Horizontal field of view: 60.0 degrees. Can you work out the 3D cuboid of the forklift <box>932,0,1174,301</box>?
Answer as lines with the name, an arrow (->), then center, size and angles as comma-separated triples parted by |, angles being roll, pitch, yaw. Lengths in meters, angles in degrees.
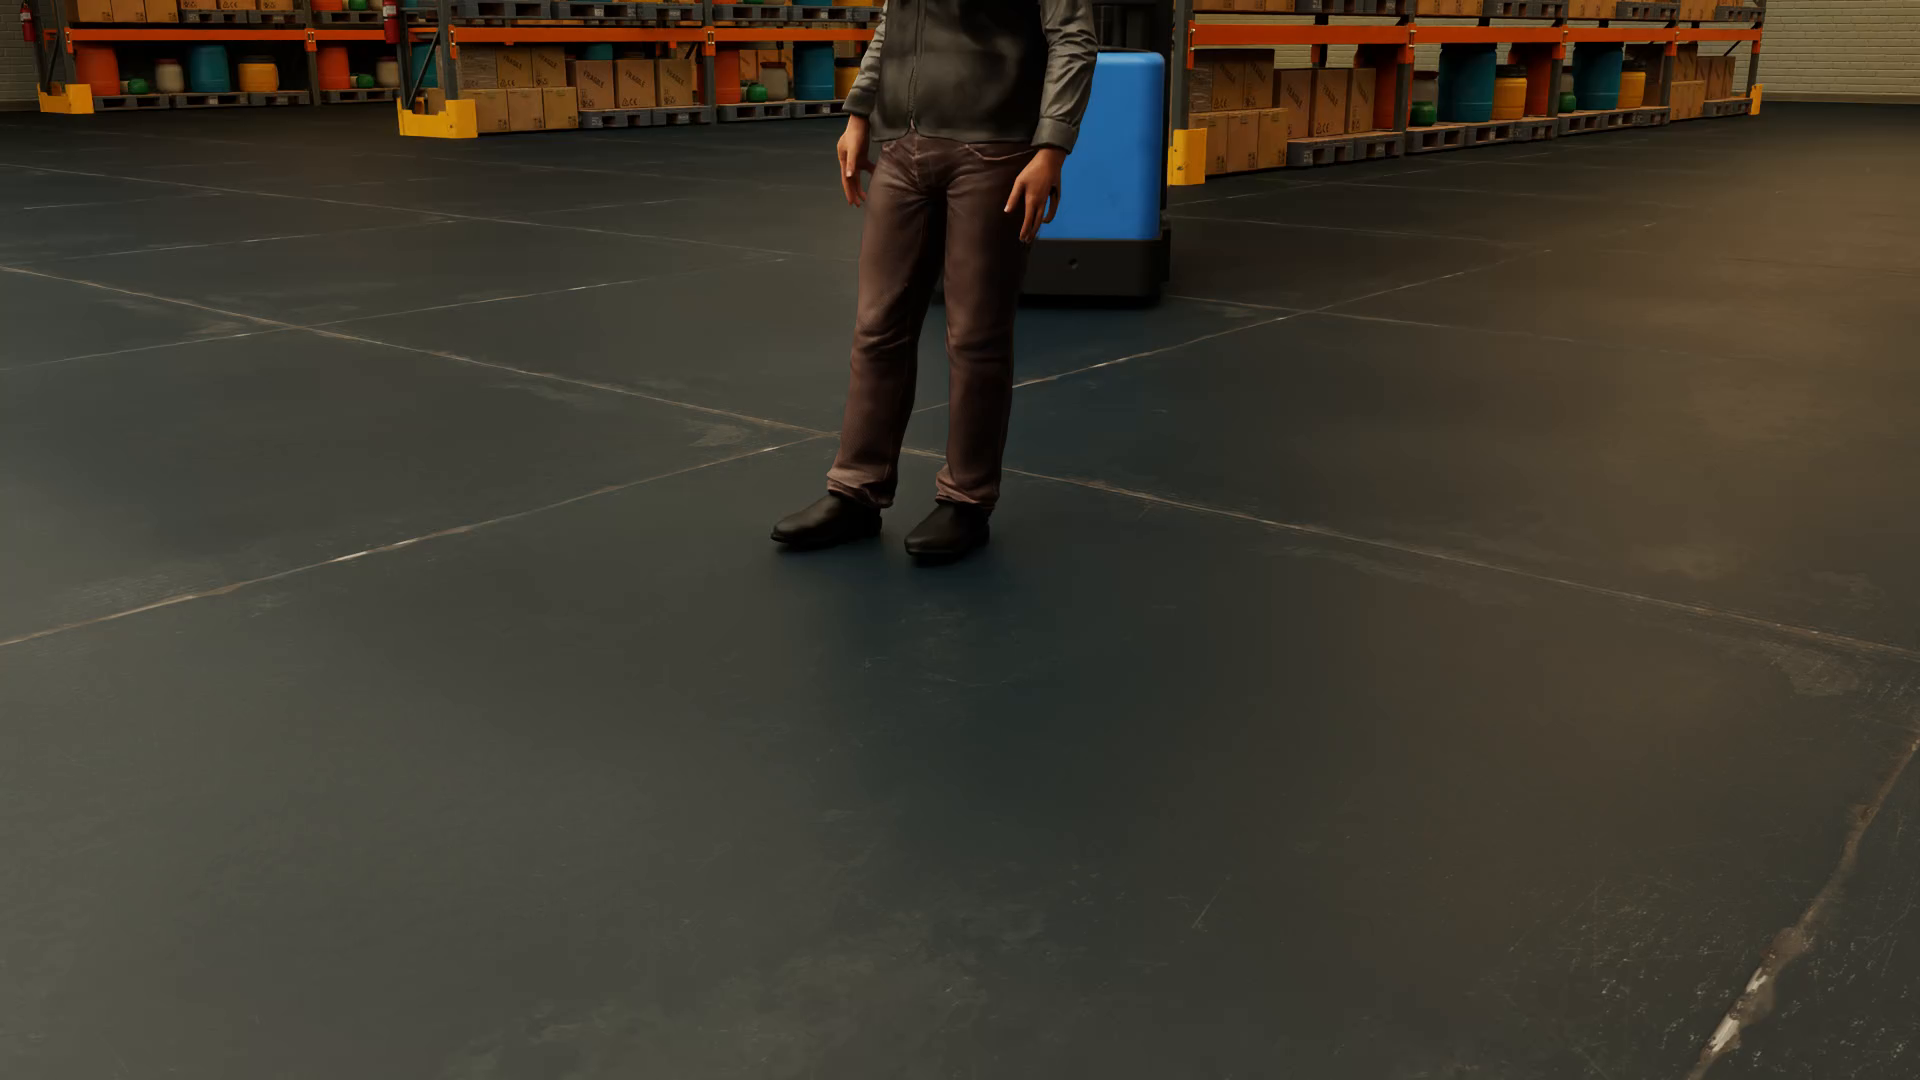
forklift -> 0.516, -2.831, 8.220 | 1.130, 2.935, 3.031 | 2, 17, 7

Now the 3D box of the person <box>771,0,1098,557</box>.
person -> -0.046, -0.818, 3.649 | 0.632, 1.720, 0.568 | 13, 21, 37
